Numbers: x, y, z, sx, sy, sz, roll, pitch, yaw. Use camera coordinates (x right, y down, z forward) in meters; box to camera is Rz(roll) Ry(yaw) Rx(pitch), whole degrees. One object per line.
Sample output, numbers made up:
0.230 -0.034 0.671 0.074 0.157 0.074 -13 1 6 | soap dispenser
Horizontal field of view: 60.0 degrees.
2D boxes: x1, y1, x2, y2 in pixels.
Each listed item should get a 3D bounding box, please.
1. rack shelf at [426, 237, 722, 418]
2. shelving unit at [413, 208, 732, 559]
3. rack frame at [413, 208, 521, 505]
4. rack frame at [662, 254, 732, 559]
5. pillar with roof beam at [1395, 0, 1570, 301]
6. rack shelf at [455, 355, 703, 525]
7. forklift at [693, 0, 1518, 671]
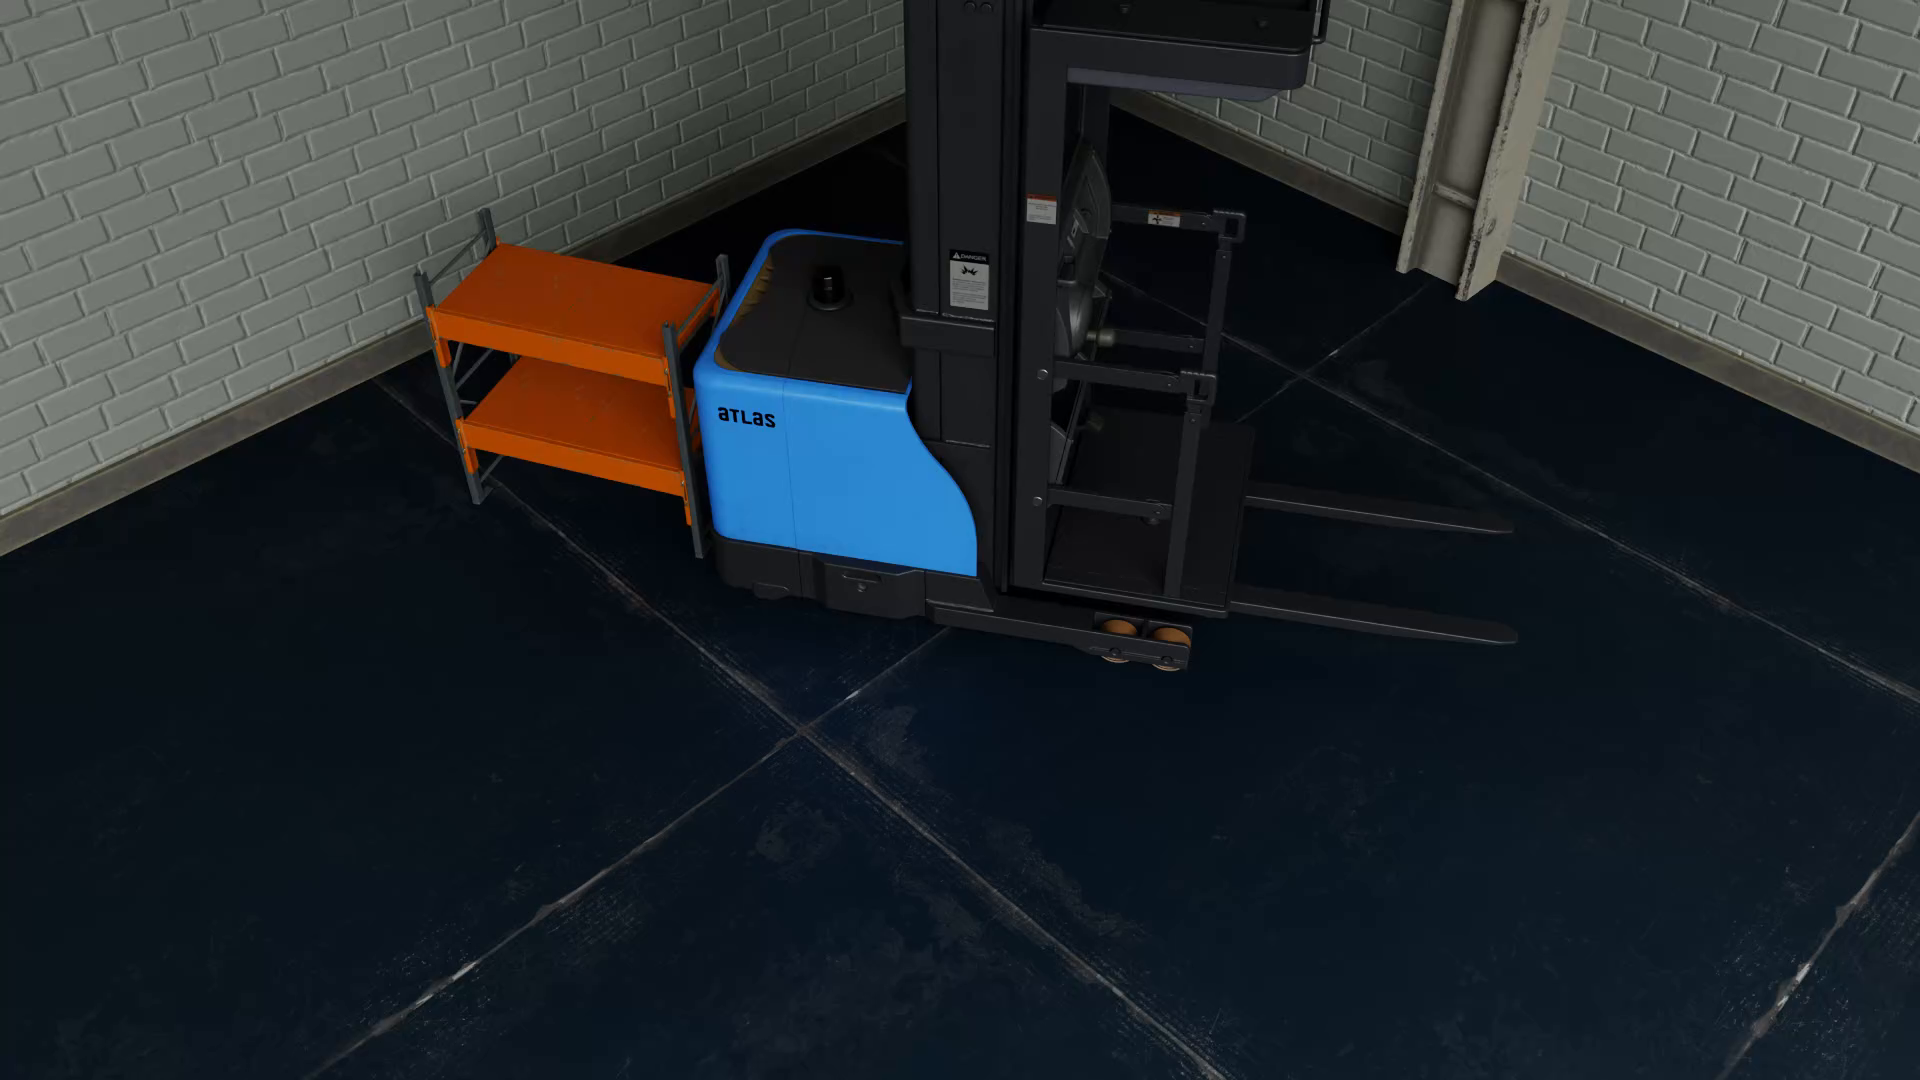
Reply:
-1.449 -0.827 6.385 1.000 0.278 0.538 13 44 14 | rack shelf
-1.449 -0.612 6.584 1.048 1.125 0.538 13 44 14 | shelving unit
-1.930 -0.723 6.703 0.032 1.125 0.500 13 44 14 | rack frame
-0.967 -0.502 6.464 0.032 1.125 0.500 13 44 14 | rack frame
-0.658 -2.555 2.884 9.100 9.000 0.400 -34 53 -31 | pillar with roof beam
-1.449 -0.433 6.750 1.000 0.278 0.538 13 44 14 | rack shelf
0.613 -0.984 5.656 3.031 2.935 1.130 9 43 9 | forklift
